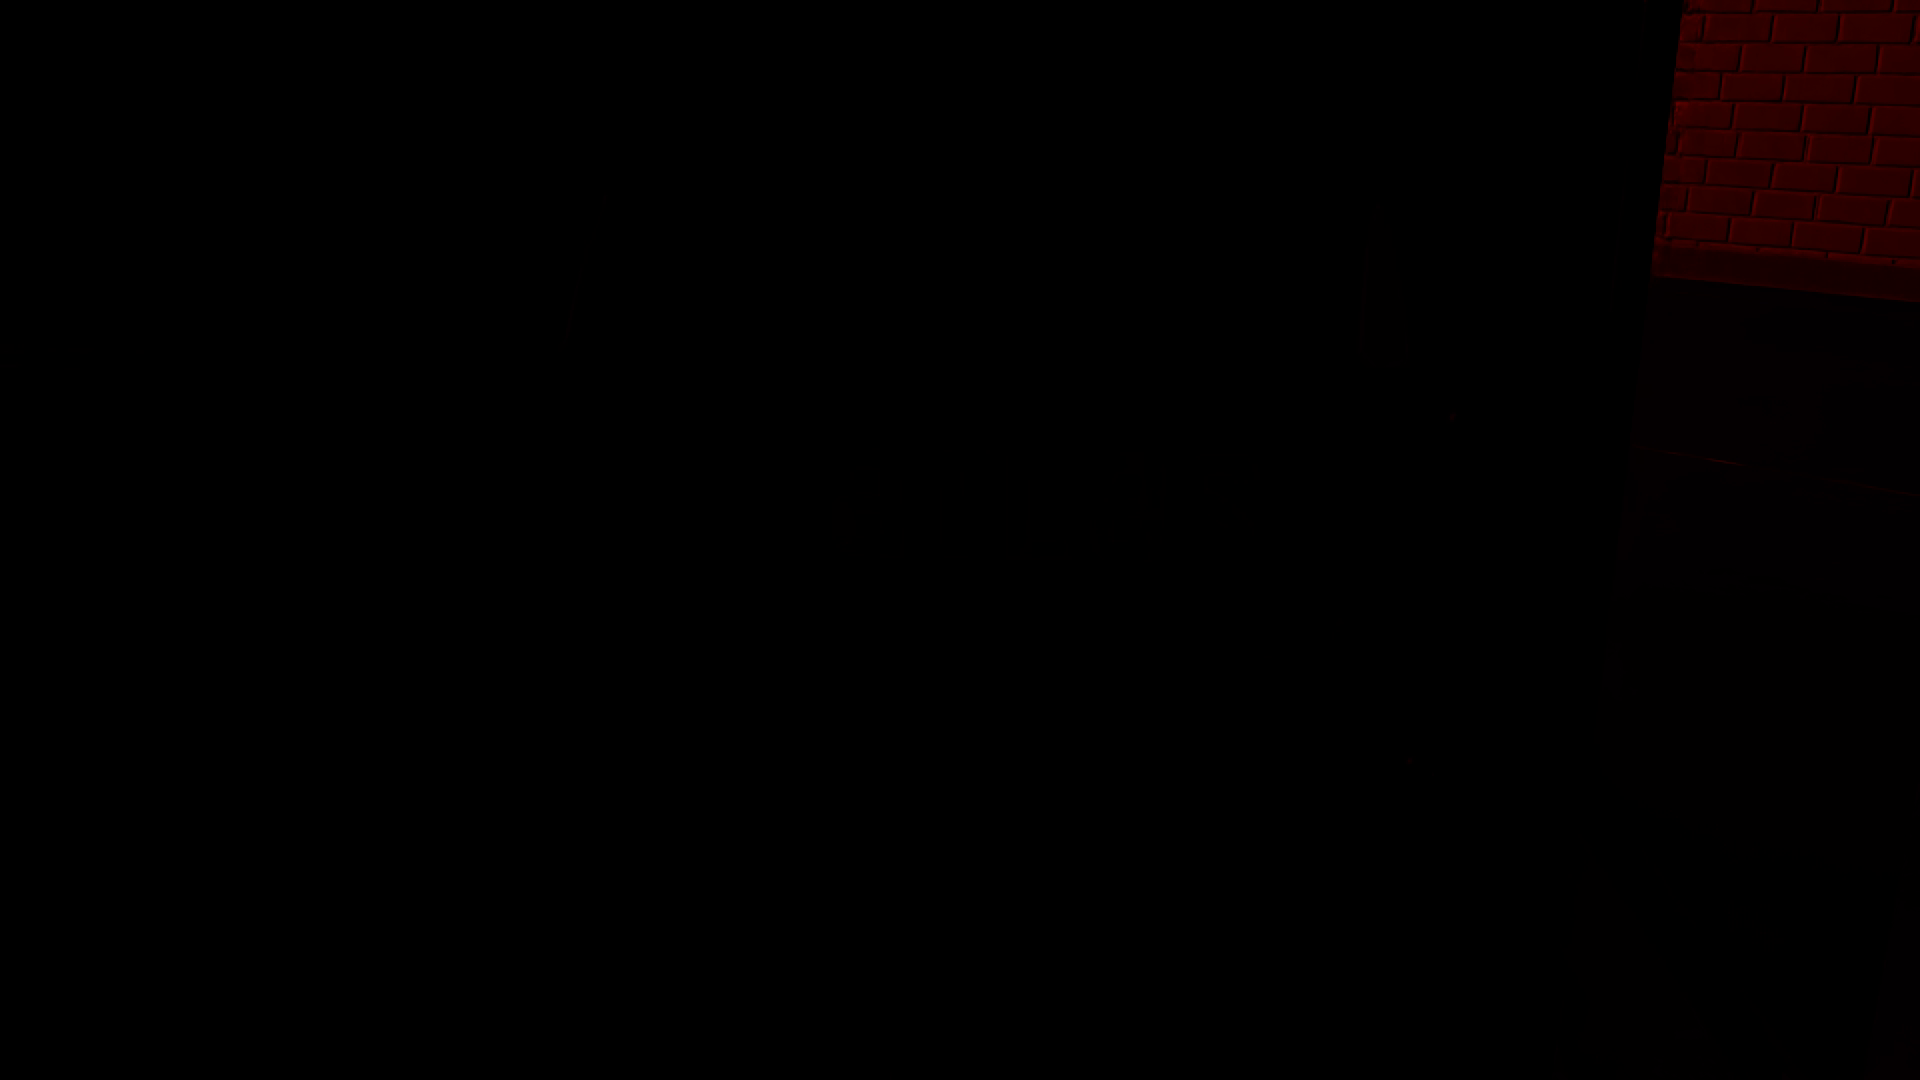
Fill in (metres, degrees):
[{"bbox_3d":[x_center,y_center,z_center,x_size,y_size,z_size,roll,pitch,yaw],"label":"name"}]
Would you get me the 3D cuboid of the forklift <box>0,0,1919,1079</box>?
[{"bbox_3d":[-0.194,-0.508,0.567,1.130,2.935,3.031,1,17,3],"label":"forklift"}]
